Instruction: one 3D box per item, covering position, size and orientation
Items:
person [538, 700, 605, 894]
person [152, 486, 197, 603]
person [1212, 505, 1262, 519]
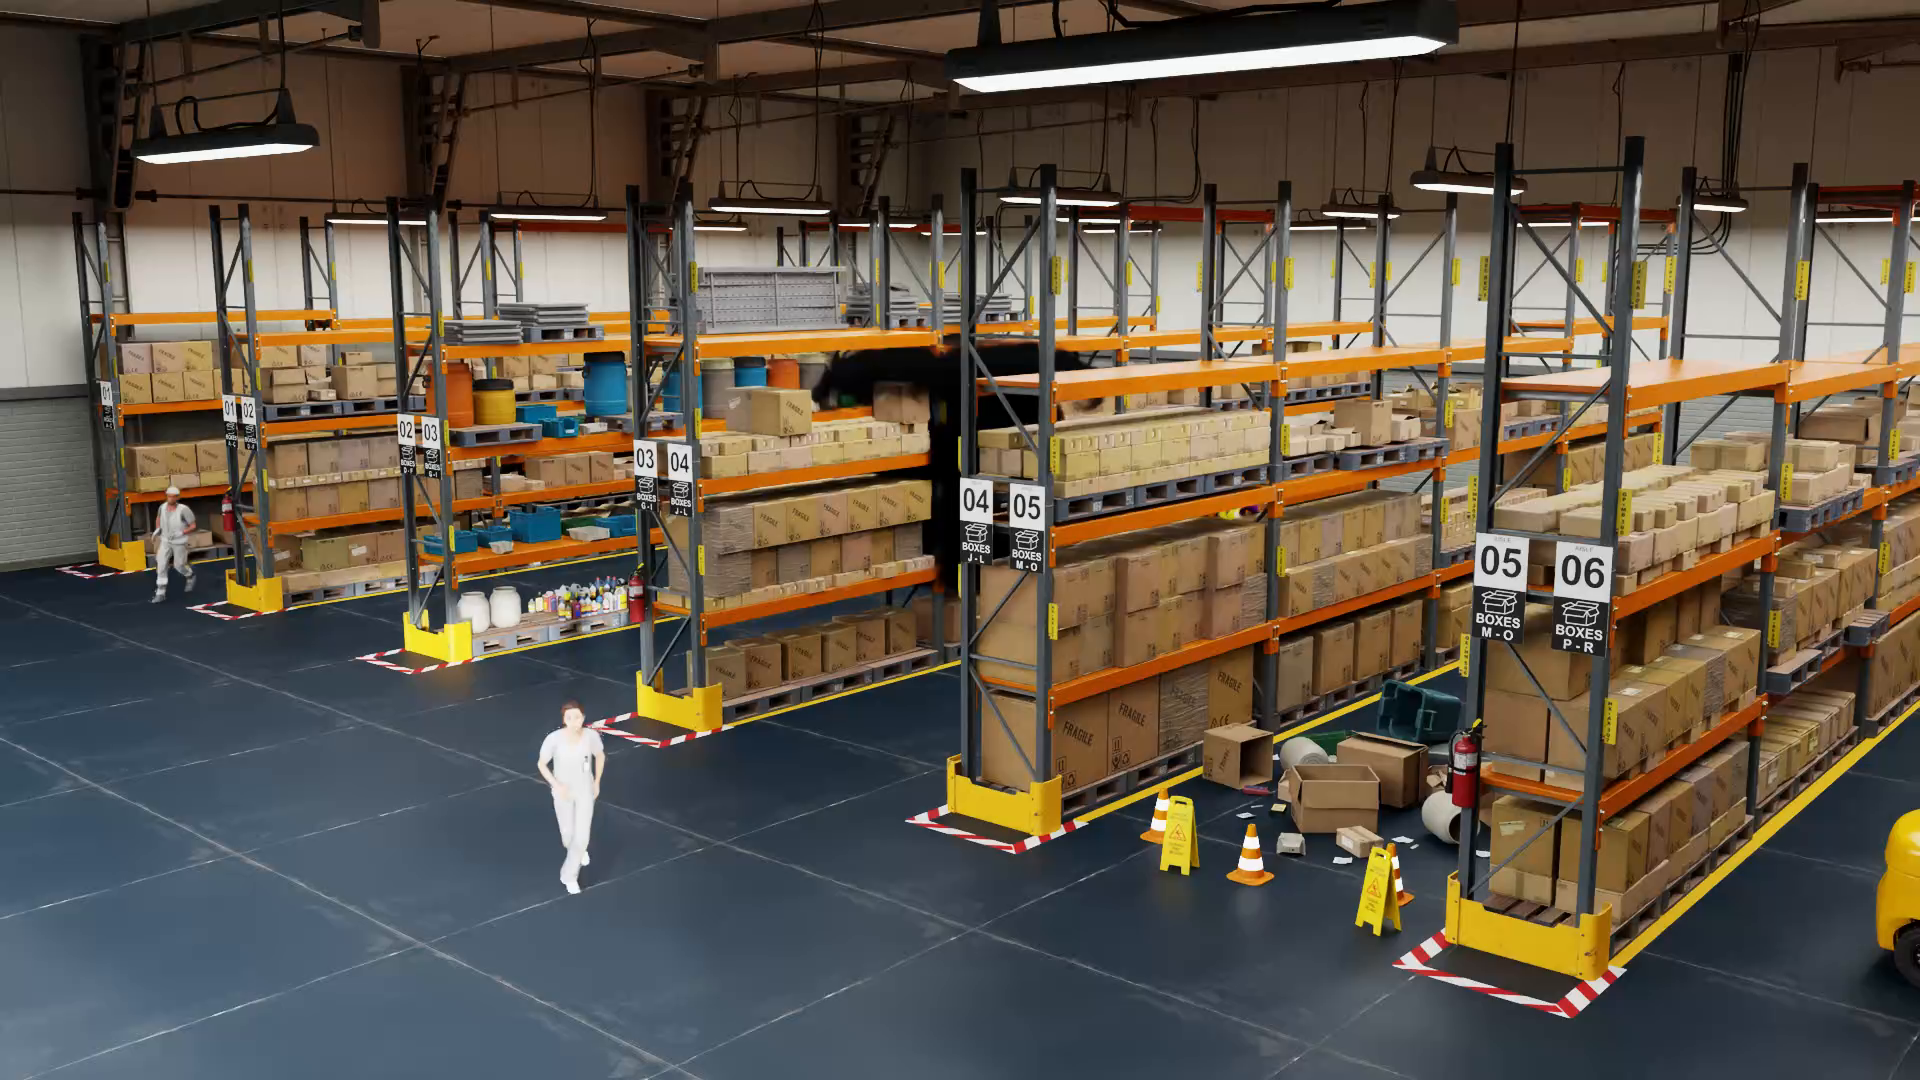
[{"bbox_3d":[-3.242,2.095,13.911,0.552,1.622,0.627,-3,10,-17],"label":"person"},{"bbox_3d":[-12.079,0.038,25.614,0.701,1.757,1.016,1,10,5],"label":"person"},{"bbox_3d":[3.984,0.031,24.367,0.738,1.901,0.717,-9,13,-44],"label":"person"}]
